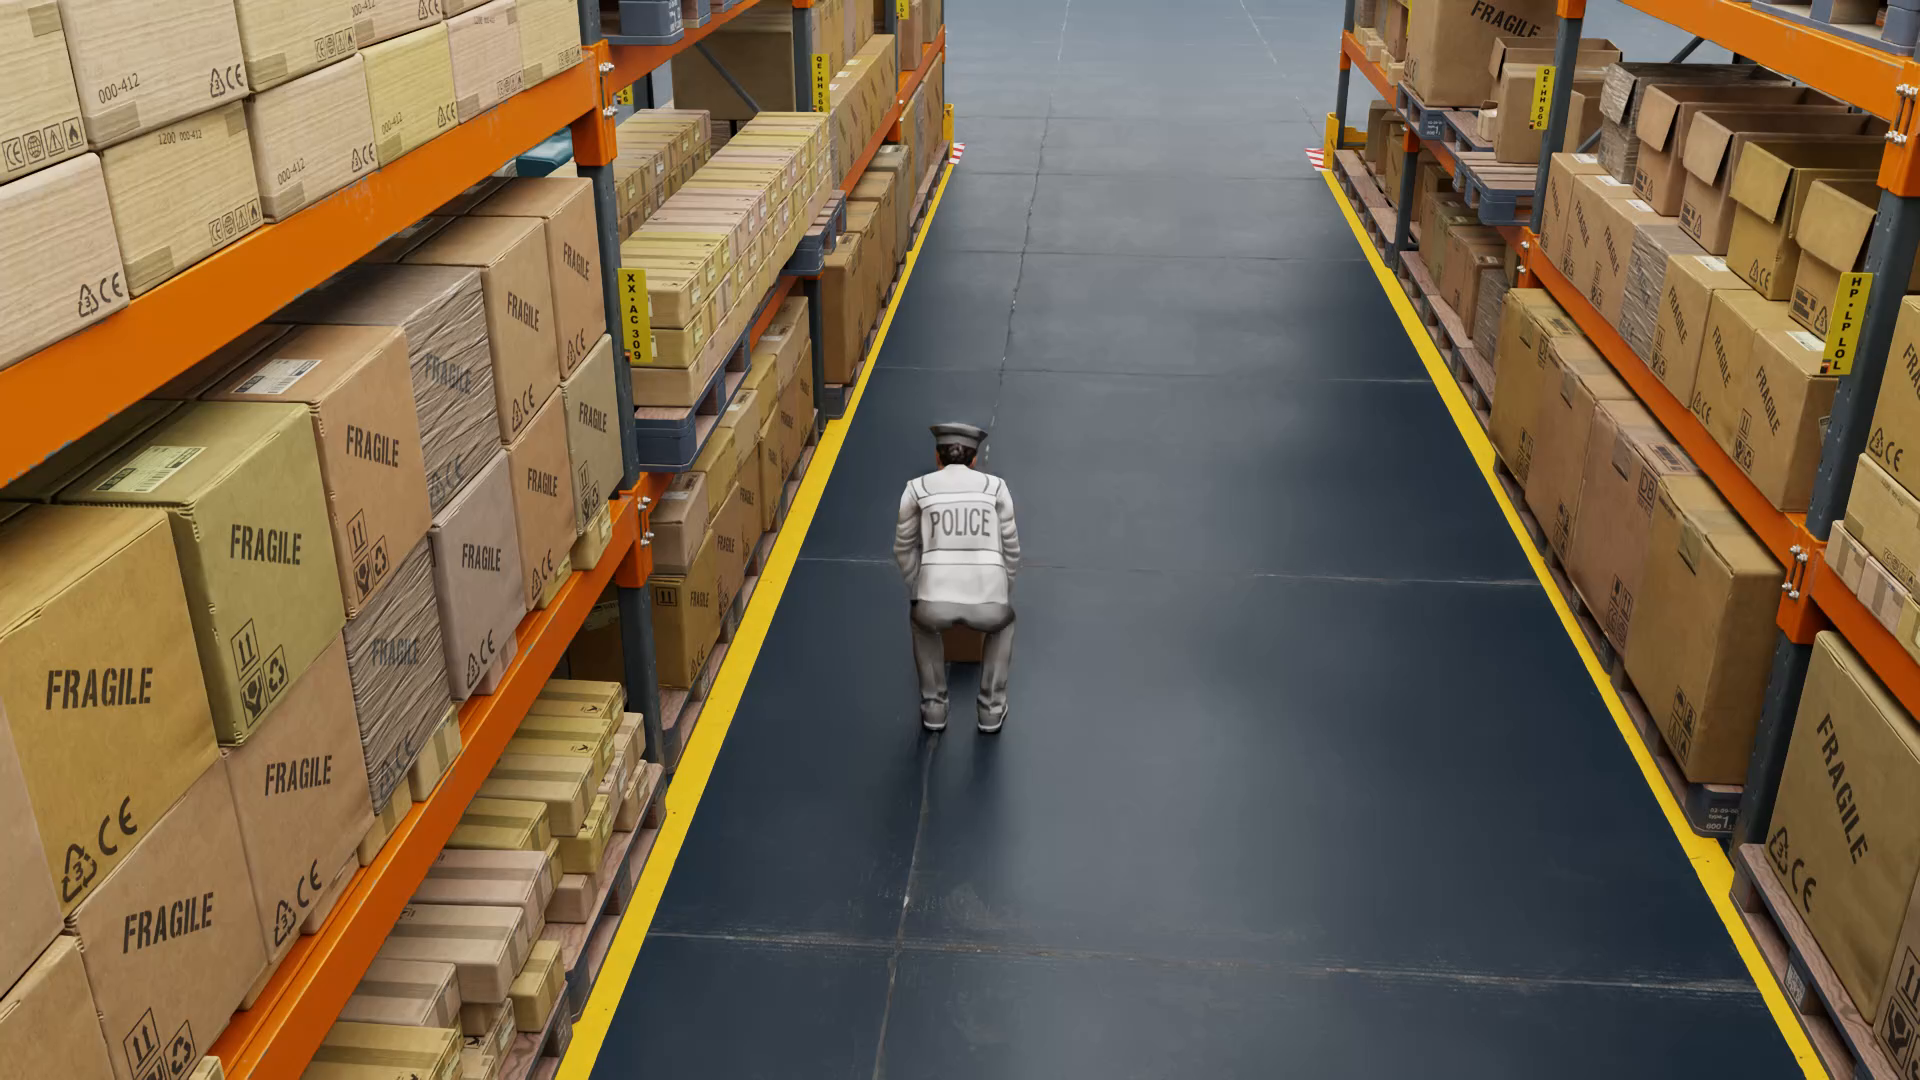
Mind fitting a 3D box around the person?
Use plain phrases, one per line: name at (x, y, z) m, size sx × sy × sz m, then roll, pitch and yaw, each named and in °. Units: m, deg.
person at (-0.022, 0.160, 6.812) m, size 0.525 × 1.207 × 0.787 m, roll 2°, pitch 25°, yaw 4°
